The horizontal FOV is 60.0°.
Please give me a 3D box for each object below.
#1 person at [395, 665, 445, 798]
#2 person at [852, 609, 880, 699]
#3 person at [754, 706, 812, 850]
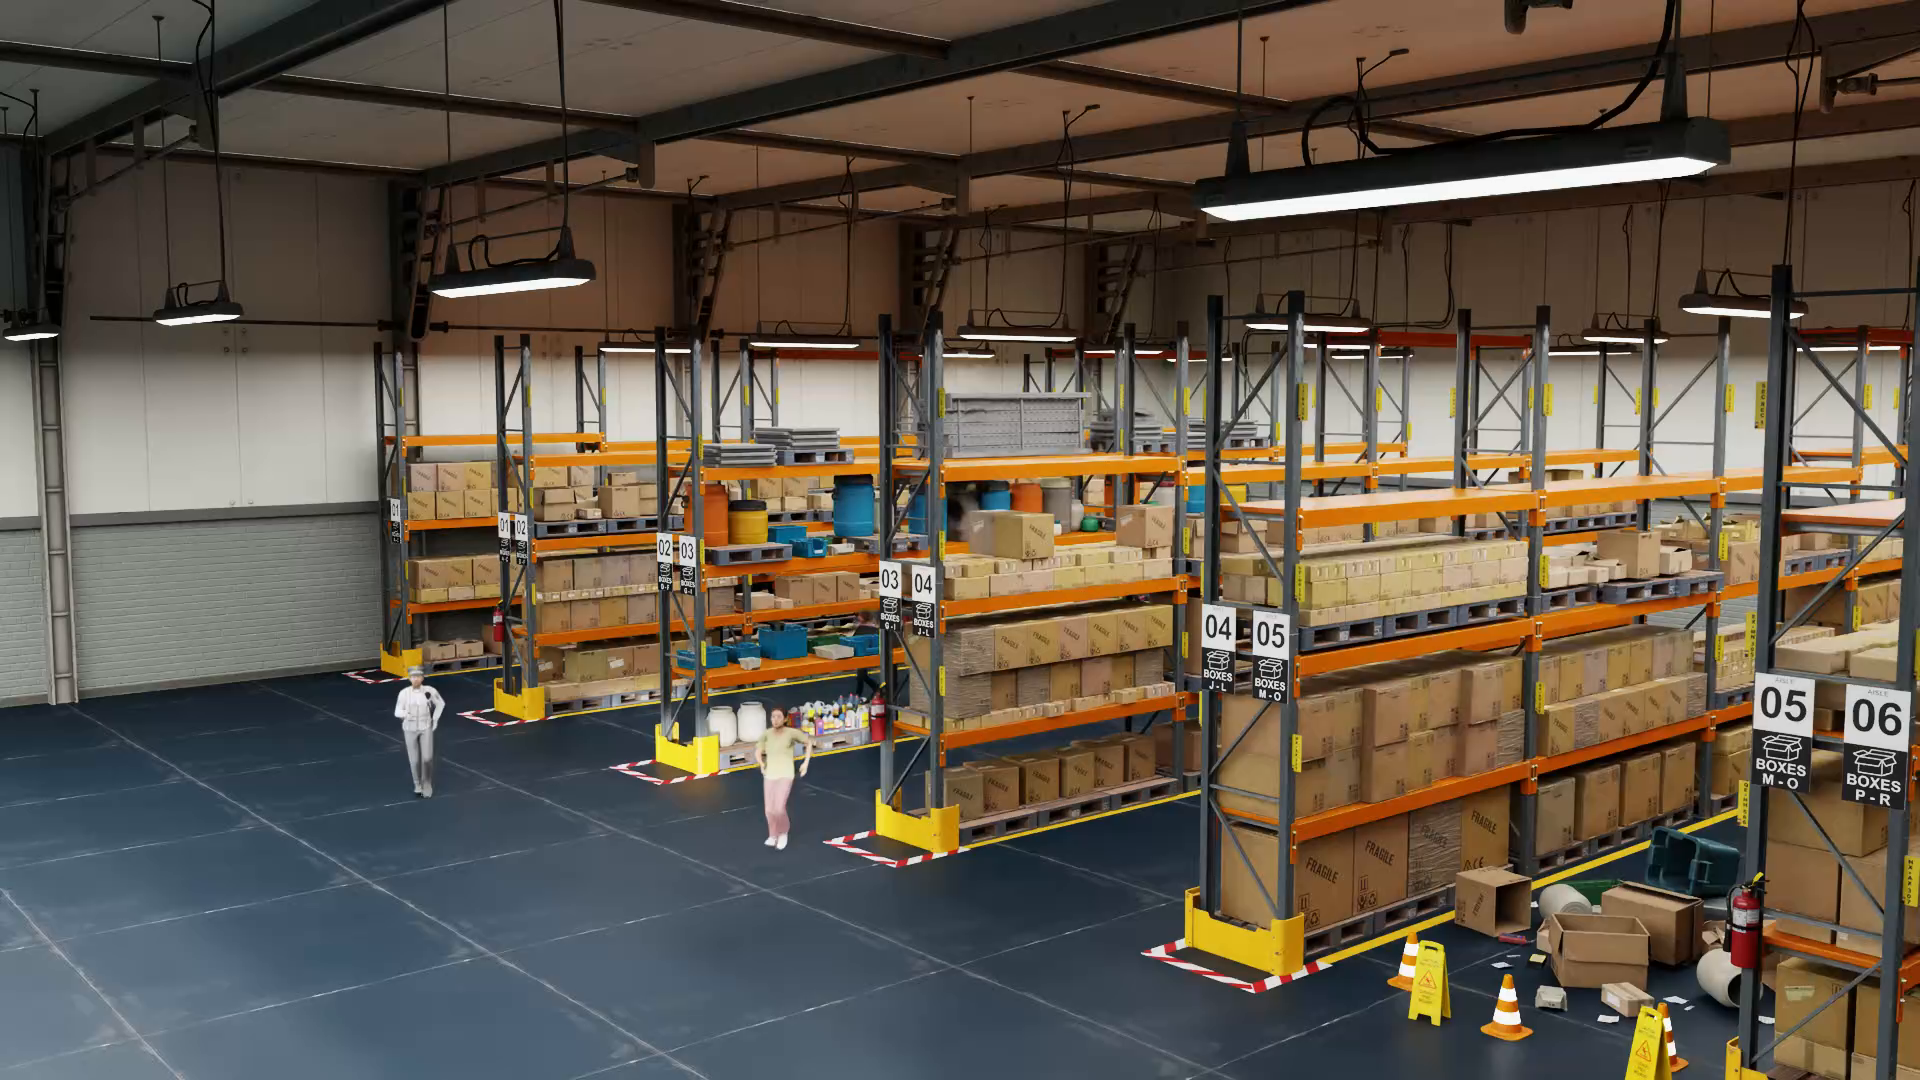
[{"bbox_3d":[-6.811,2.423,20.962,0.595,1.703,0.613,-1,5,-14],"label":"person"},{"bbox_3d":[-1.545,1.907,26.764,0.838,1.607,0.531,-5,7,-43],"label":"person"},{"bbox_3d":[-1.995,2.649,18.518,0.608,1.629,0.650,1,5,14],"label":"person"}]
